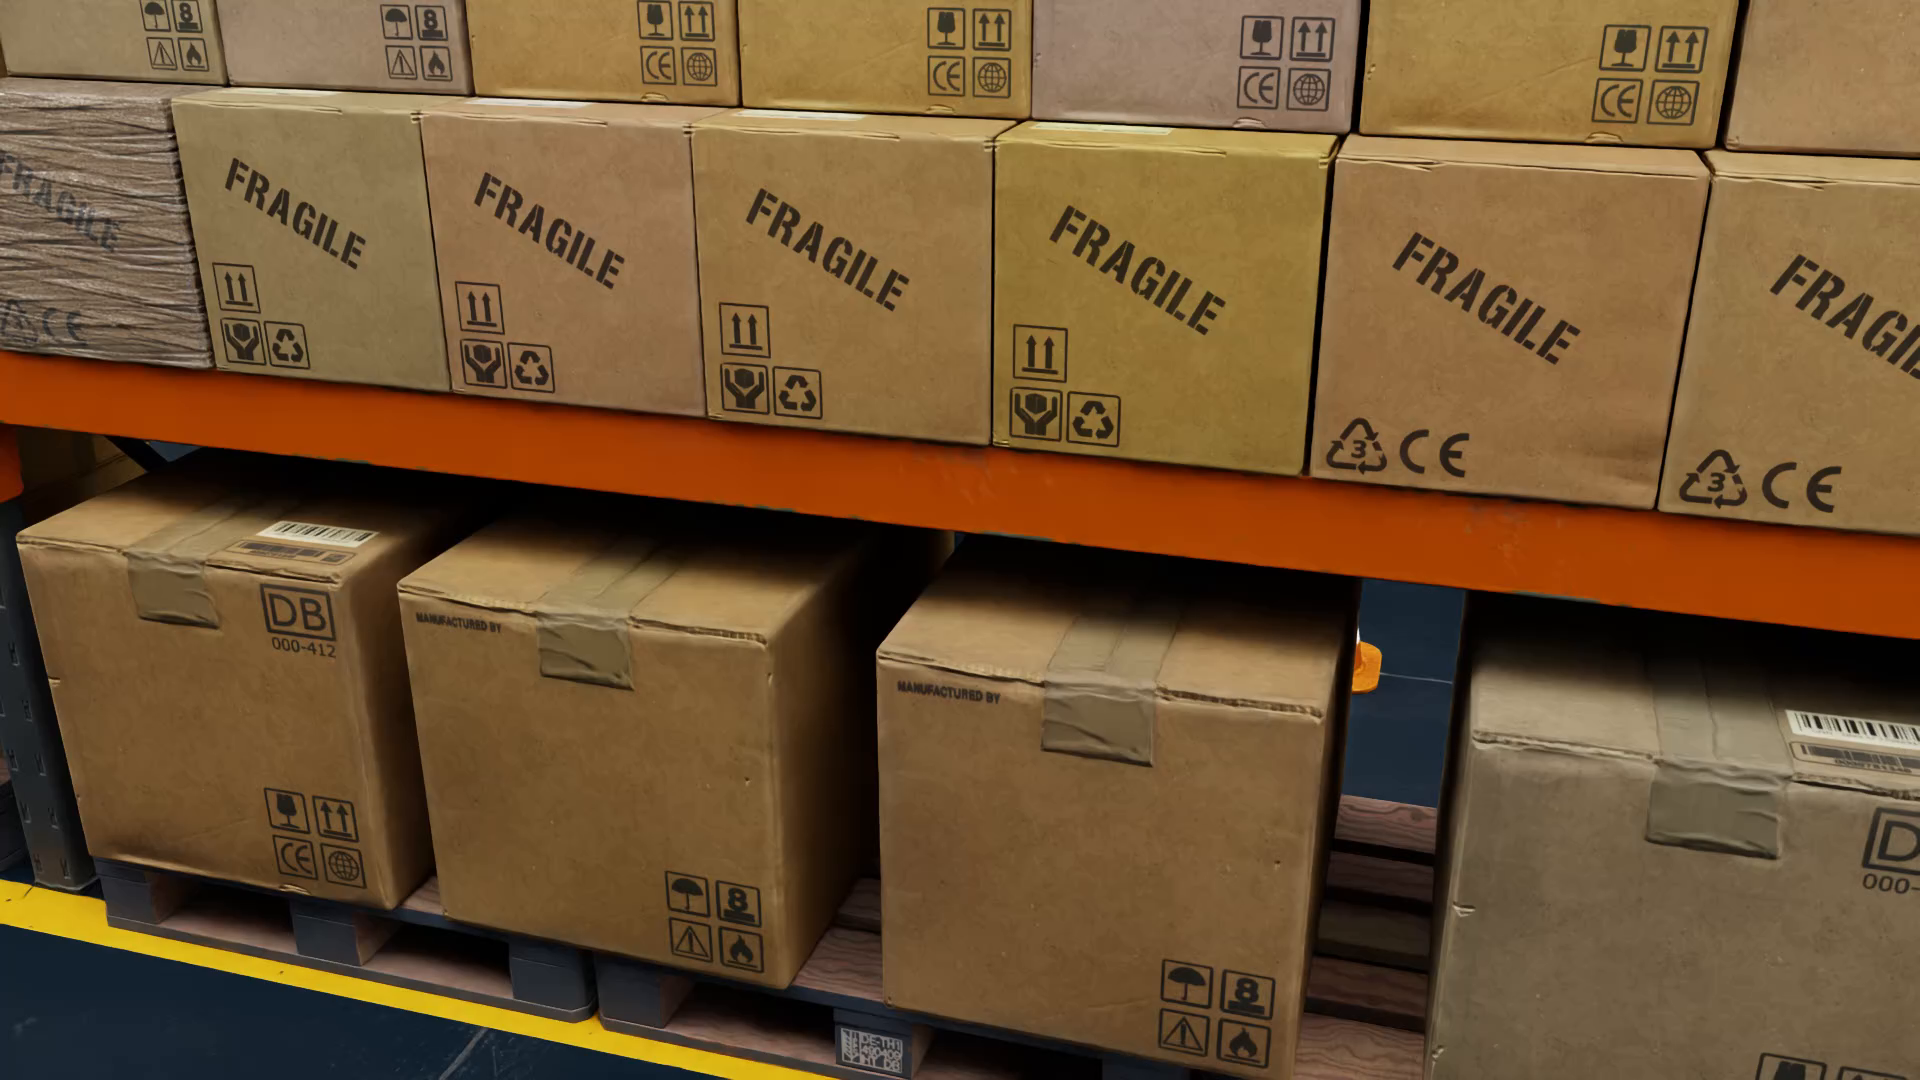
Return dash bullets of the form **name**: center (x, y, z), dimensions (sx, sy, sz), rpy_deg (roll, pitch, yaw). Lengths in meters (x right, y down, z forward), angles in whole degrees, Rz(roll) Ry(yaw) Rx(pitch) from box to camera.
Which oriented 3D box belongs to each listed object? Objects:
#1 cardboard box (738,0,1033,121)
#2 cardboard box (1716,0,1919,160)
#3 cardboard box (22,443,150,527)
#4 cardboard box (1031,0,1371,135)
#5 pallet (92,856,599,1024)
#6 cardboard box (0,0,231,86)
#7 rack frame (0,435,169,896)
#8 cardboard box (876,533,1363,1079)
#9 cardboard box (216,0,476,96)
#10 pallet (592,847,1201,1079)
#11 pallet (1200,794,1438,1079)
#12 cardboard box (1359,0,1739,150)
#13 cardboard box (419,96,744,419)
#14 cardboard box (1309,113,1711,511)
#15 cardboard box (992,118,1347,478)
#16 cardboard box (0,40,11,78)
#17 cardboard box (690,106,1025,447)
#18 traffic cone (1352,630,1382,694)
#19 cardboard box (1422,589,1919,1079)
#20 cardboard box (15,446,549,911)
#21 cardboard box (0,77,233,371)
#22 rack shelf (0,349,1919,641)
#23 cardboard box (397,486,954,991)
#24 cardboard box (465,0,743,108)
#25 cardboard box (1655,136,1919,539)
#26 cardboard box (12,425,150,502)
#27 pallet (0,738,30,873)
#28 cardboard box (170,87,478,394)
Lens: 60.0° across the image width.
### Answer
- **cardboard box**: center (-0.029, -1.054, 2.938), dimensions (0.500, 0.500, 0.700), rpy_deg (6, 23, 15)
- **cardboard box**: center (1.431, -0.887, 2.531), dimensions (0.500, 0.500, 0.700), rpy_deg (6, 23, 15)
- **cardboard box**: center (-2.525, 0.028, 4.491), dimensions (0.500, 0.500, 0.500), rpy_deg (6, 23, 13)
- **cardboard box**: center (0.454, -0.998, 2.802), dimensions (0.500, 0.500, 0.700), rpy_deg (7, 23, 16)
- **pallet**: center (-1.188, 0.640, 3.933), dimensions (1.213, 0.211, 1.003), rpy_deg (7, 23, 16)
- **cardboard box**: center (-1.494, -1.220, 3.343), dimensions (0.500, 0.500, 0.700), rpy_deg (6, 23, 15)
- **rack frame**: center (-1.921, -0.764, 3.681), dimensions (0.127, 3.000, 1.000), rpy_deg (7, 23, 16)
- **cardboard box**: center (0.365, 0.378, 3.307), dimensions (0.750, 0.750, 1.050), rpy_deg (7, 23, 15)
- **cardboard box**: center (-1.010, -1.165, 3.210), dimensions (0.500, 0.500, 0.700), rpy_deg (6, 23, 15)
- **pallet**: center (-0.024, 0.774, 3.605), dimensions (1.213, 0.211, 1.003), rpy_deg (7, 23, 16)
- **pallet**: center (1.148, 0.907, 3.281), dimensions (1.213, 0.211, 1.003), rpy_deg (7, 23, 16)
- **cardboard box**: center (0.938, -0.943, 2.666), dimensions (0.500, 0.500, 0.700), rpy_deg (6, 23, 15)
- **cardboard box**: center (-0.599, -0.553, 3.034), dimensions (0.500, 0.500, 0.500), rpy_deg (7, 23, 15)
- **cardboard box**: center (0.848, -0.388, 2.631), dimensions (0.500, 0.500, 0.500), rpy_deg (6, 23, 15)
- **cardboard box**: center (0.364, -0.443, 2.766), dimensions (0.500, 0.500, 0.500), rpy_deg (7, 23, 16)
- **cardboard box**: center (-2.326, -1.106, 3.899), dimensions (0.250, 0.149, 0.380), rpy_deg (8, 24, 18)
- **cardboard box**: center (-0.123, -0.498, 2.899), dimensions (0.500, 0.500, 0.500), rpy_deg (6, 23, 15)
- **traffic cone**: center (1.060, 0.152, 4.789), dimensions (0.334, 0.463, 0.336), rpy_deg (7, 23, 16)
- **cardboard box**: center (1.288, 0.485, 3.045), dimensions (0.750, 0.750, 1.050), rpy_deg (6, 23, 15)
- **cardboard box**: center (-1.364, 0.182, 3.786), dimensions (0.750, 0.750, 1.050), rpy_deg (6, 23, 15)
- **cardboard box**: center (-1.570, -0.663, 3.303), dimensions (0.500, 0.500, 0.500), rpy_deg (7, 23, 16)
- **rack shelf**: center (-0.007, -0.212, 3.283), dimensions (4.000, 0.370, 1.077), rpy_deg (7, 23, 16)
- **cardboard box**: center (-0.526, 0.276, 3.555), dimensions (0.750, 0.750, 1.050), rpy_deg (7, 23, 16)
- **cardboard box**: center (-0.518, -1.110, 3.074), dimensions (0.500, 0.500, 0.700), rpy_deg (6, 23, 15)
- **cardboard box**: center (1.331, -0.332, 2.496), dimensions (0.500, 0.500, 0.500), rpy_deg (6, 23, 15)
- **cardboard box**: center (-2.512, -0.313, 4.332), dimensions (0.500, 0.250, 0.500), rpy_deg (5, 23, 13)
- **pallet**: center (-2.669, 0.440, 4.420), dimensions (1.213, 0.211, 1.003), rpy_deg (7, 23, 16)
- **cardboard box**: center (-1.082, -0.609, 3.170), dimensions (0.500, 0.500, 0.500), rpy_deg (6, 23, 15)
